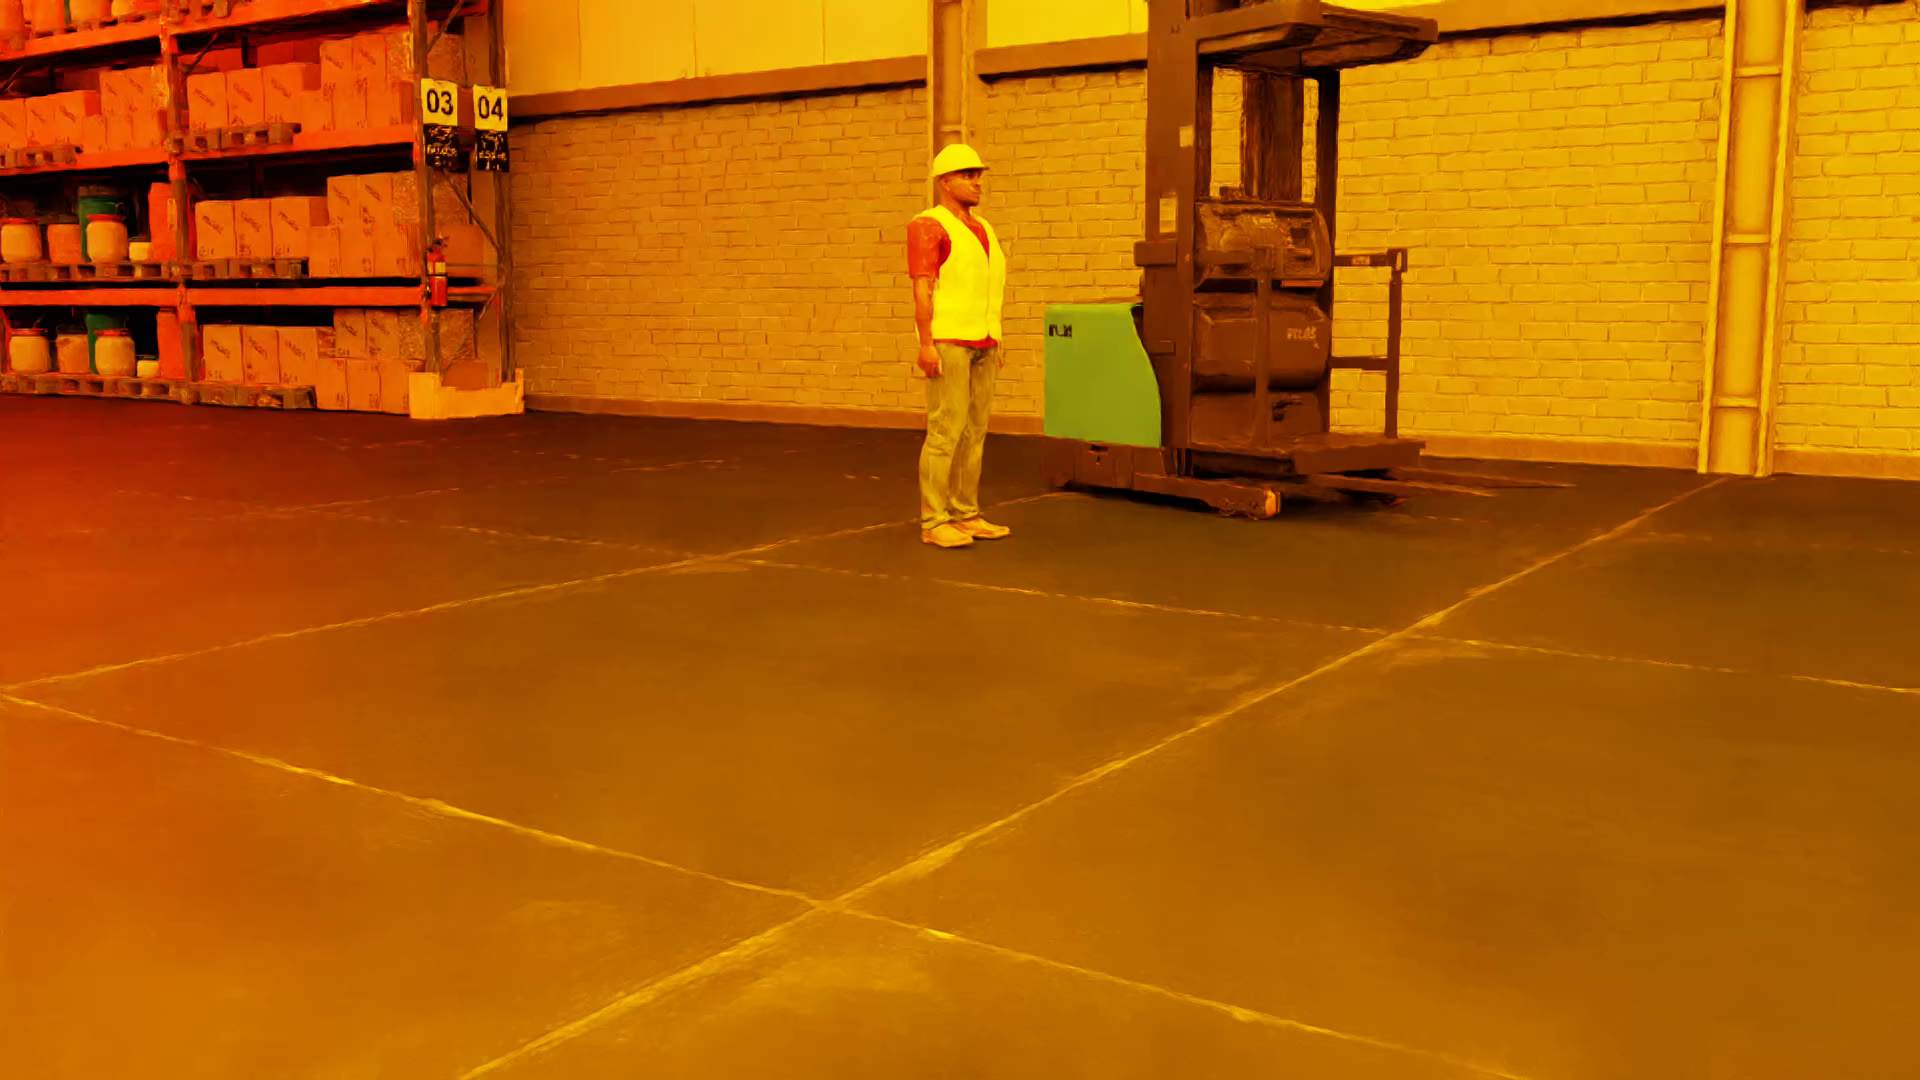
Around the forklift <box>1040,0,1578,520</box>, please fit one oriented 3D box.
[{"bbox_3d":[1.742,-1.629,8.646,1.130,2.935,3.031,-6,10,-36],"label":"forklift"}]

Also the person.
[{"bbox_3d":[0.011,-0.874,7.473,0.367,1.771,0.559,5,10,34],"label":"person"}]
